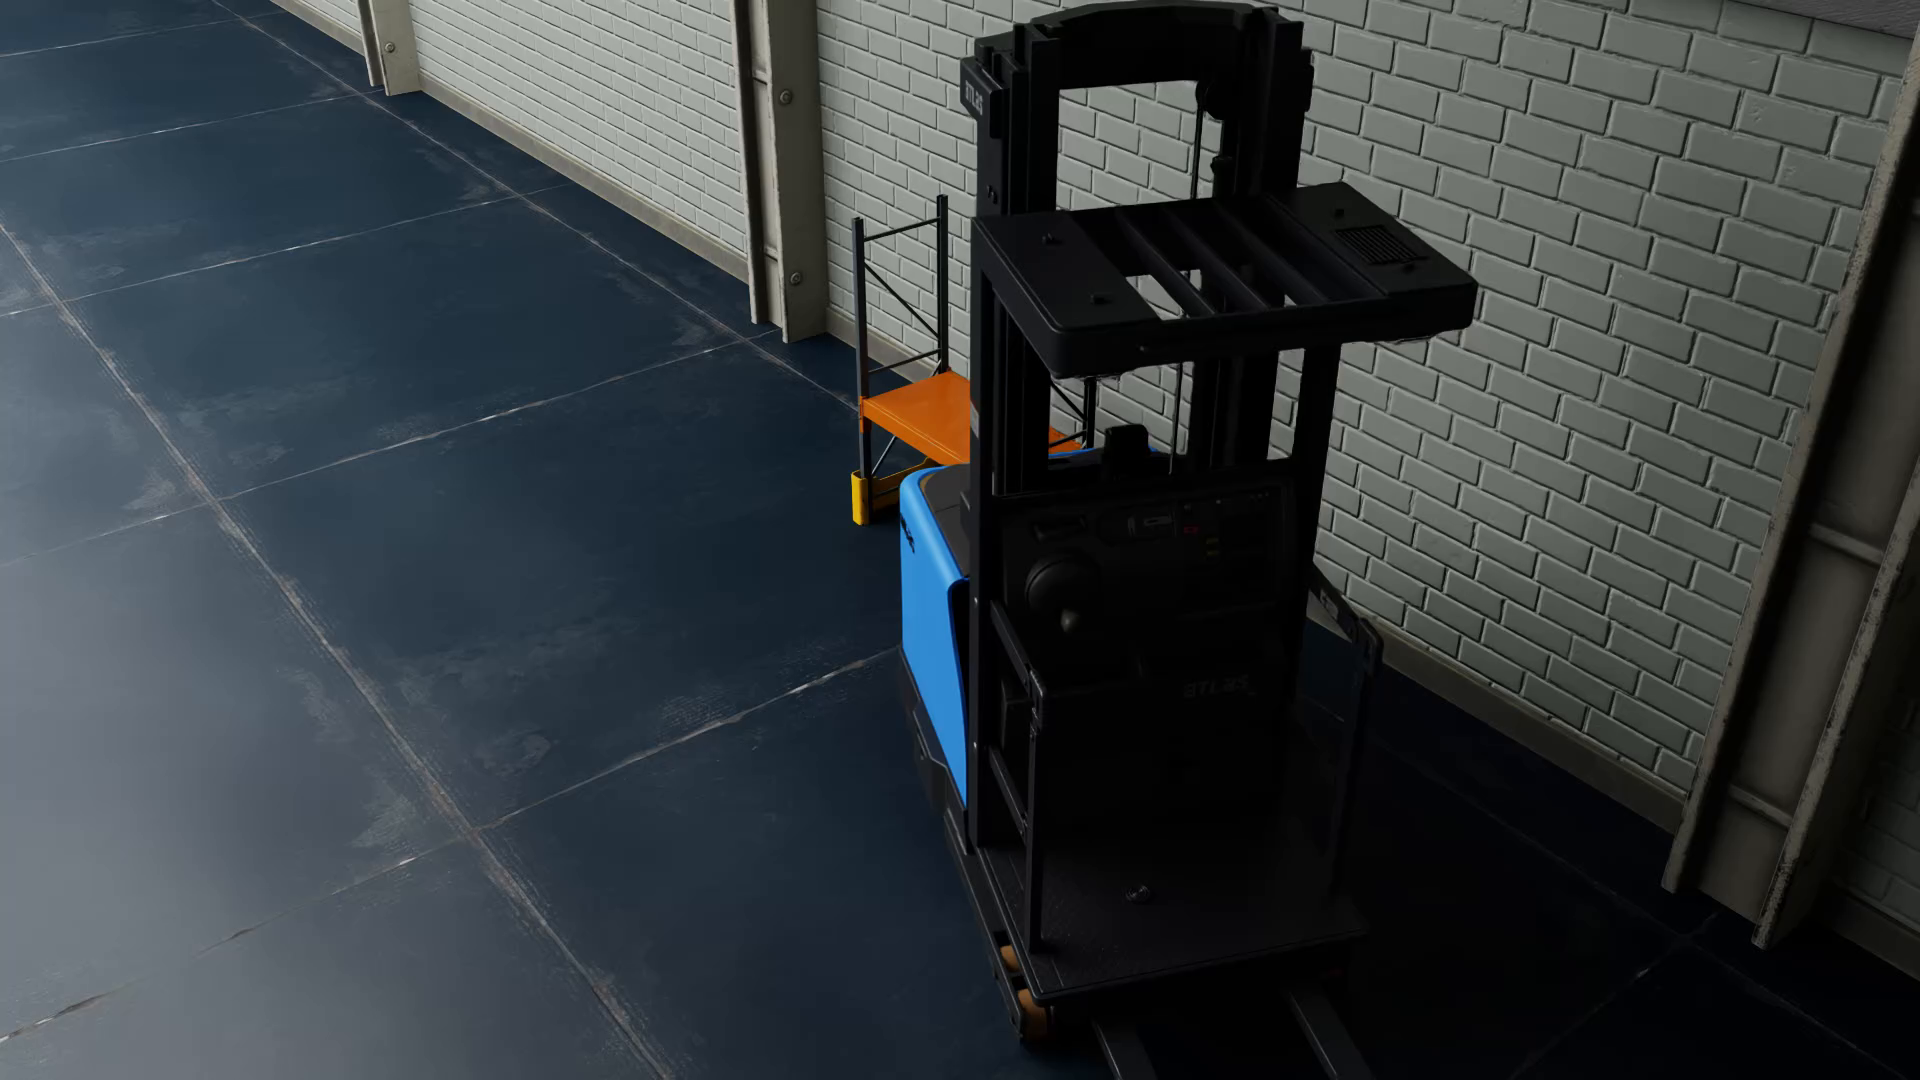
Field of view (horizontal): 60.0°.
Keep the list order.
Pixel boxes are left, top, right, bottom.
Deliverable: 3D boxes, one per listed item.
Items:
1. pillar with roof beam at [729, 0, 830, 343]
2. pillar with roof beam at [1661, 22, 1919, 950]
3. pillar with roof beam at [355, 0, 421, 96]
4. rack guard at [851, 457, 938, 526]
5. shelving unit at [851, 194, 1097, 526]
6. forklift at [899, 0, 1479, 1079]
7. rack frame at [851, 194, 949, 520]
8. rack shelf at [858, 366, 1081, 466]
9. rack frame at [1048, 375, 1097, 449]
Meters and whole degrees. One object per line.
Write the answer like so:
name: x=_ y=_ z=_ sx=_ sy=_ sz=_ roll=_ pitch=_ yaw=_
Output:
pillar with roof beam: x=-4.393 y=-3.692 z=5.165 sx=9.100 sy=9.000 sz=0.400 roll=-22 pitch=38 yaw=-31
pillar with roof beam: x=-0.713 y=-1.191 z=1.139 sx=9.100 sy=9.000 sz=0.400 roll=-22 pitch=38 yaw=-31
pillar with roof beam: x=-8.072 y=-6.192 z=9.191 sx=9.100 sy=9.000 sz=0.400 roll=-22 pitch=38 yaw=-31
rack guard: x=-0.259 y=-0.282 z=7.967 sx=0.587 sy=0.250 sz=0.087 roll=-22 pitch=38 yaw=-31
shelving unit: x=0.047 y=-0.605 z=7.303 sx=0.587 sy=1.500 sz=1.083 roll=-22 pitch=38 yaw=-31
forklift: x=0.630 y=0.098 z=4.815 sx=1.130 sy=2.935 sz=3.031 roll=-8 pitch=33 yaw=-12
rack frame: x=-0.259 y=-0.813 z=7.638 sx=0.500 sy=1.500 sz=0.032 roll=-22 pitch=38 yaw=-31
rack shelf: x=0.052 y=-0.449 z=7.392 sx=0.538 sy=0.185 sz=1.000 roll=-22 pitch=38 yaw=-31
rack frame: x=0.364 y=-0.390 z=6.956 sx=0.500 sy=1.500 sz=0.032 roll=-22 pitch=38 yaw=-31
